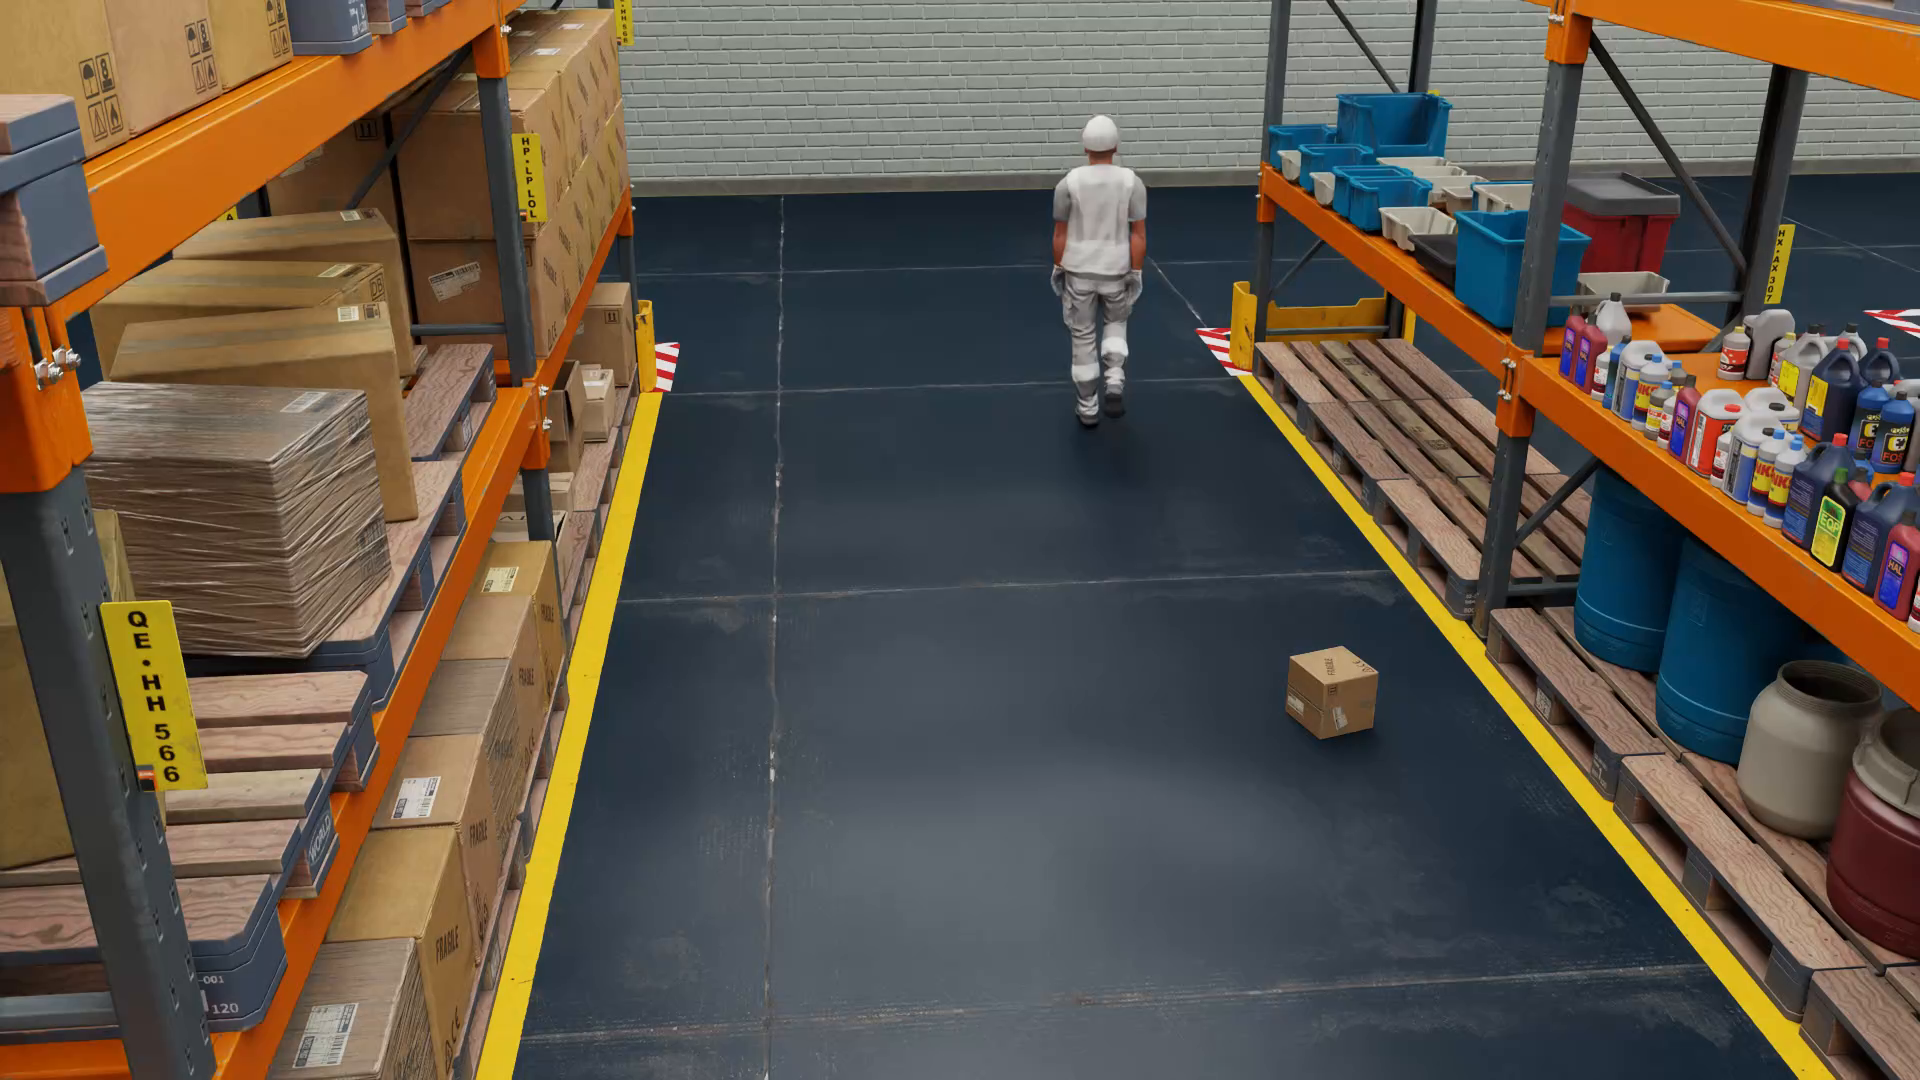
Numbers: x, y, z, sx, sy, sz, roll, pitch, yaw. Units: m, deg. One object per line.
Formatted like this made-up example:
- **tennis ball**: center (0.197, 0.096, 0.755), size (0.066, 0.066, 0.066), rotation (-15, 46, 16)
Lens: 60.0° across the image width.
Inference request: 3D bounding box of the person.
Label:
- **person**: center (0.787, -1.544, 9.562), size (0.526, 1.780, 0.481), rotation (-1, 24, -2)
